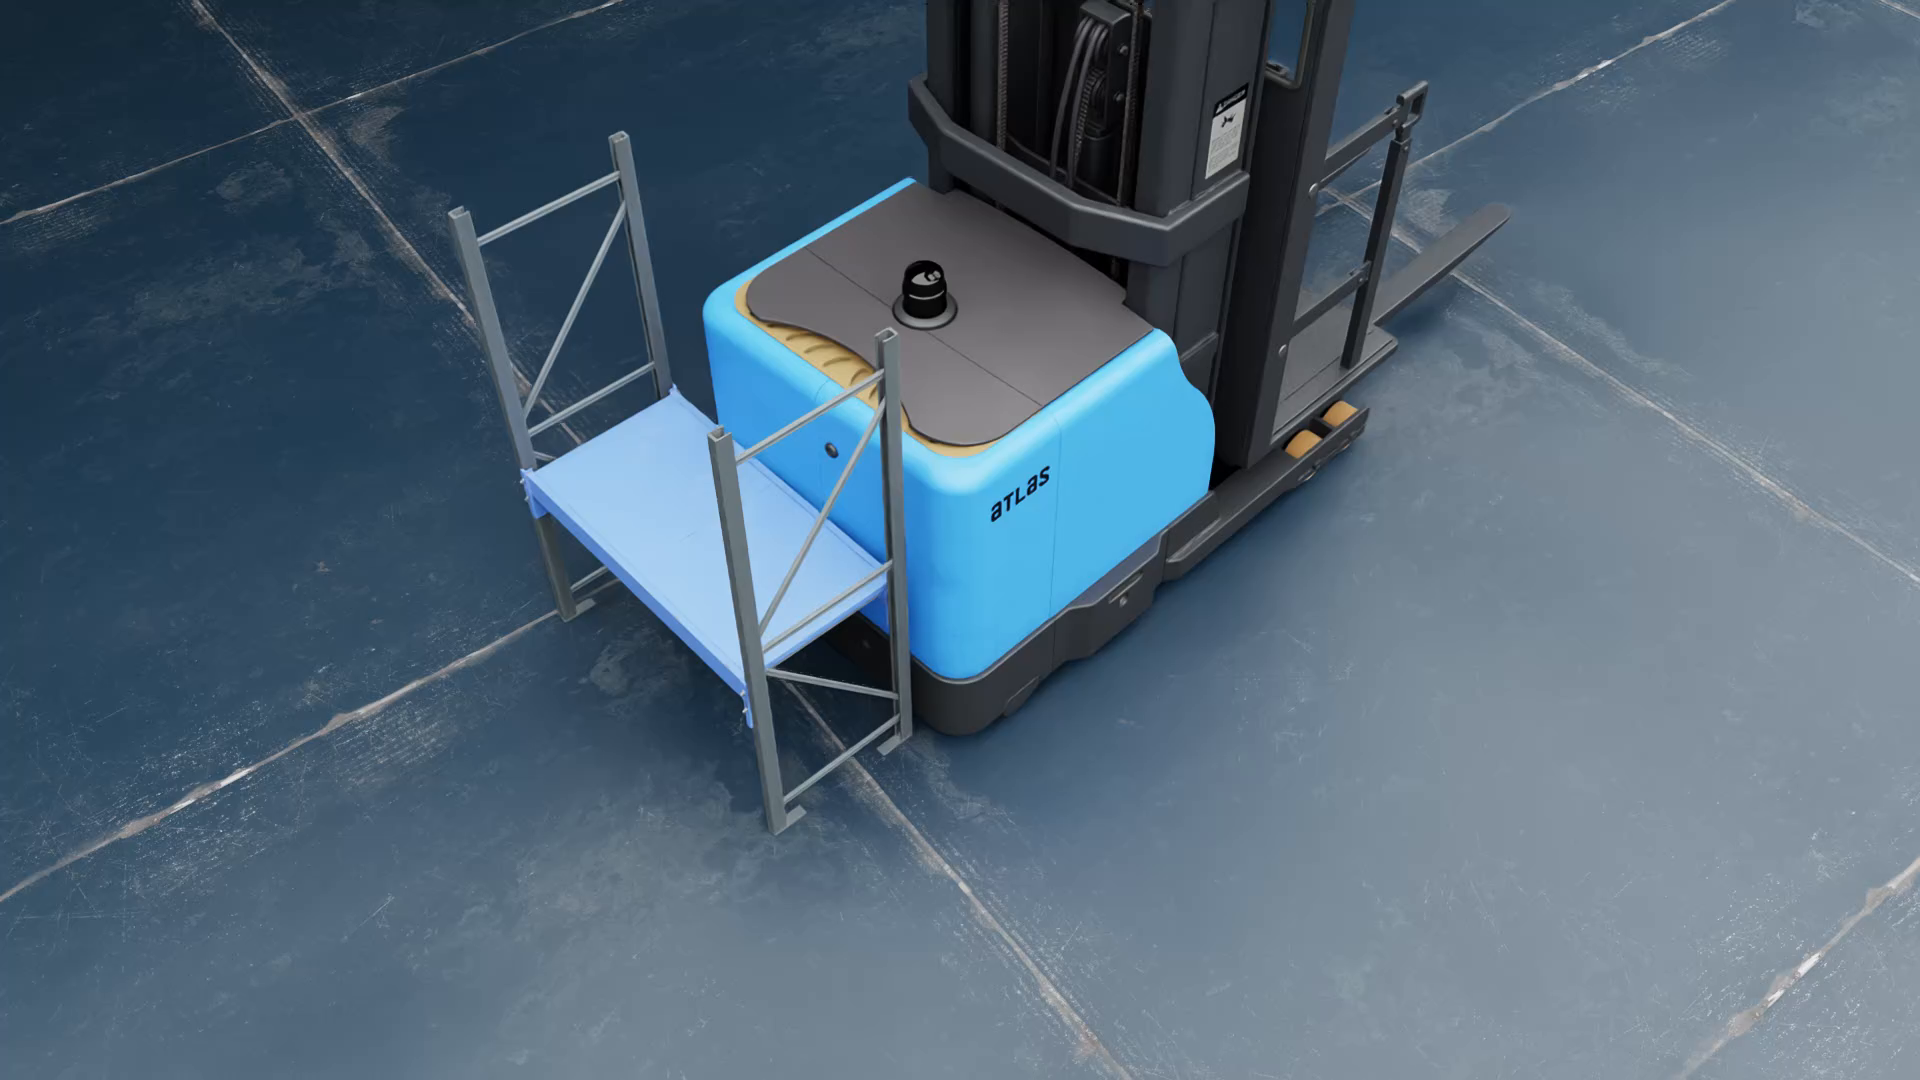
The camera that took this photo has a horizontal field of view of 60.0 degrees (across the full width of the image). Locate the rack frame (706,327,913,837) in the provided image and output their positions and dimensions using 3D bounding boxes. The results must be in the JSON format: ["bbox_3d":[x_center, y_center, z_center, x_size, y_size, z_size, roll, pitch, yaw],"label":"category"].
[{"bbox_3d":[-0.328,0.169,4.085,0.500,1.500,0.032,-34,56,-27],"label":"rack frame"}]

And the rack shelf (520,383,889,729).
[{"bbox_3d":[-0.673,0.013,4.469,0.538,0.185,1.000,-34,56,-27],"label":"rack shelf"}]

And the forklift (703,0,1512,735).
[{"bbox_3d":[0.700,-1.422,4.561,3.031,2.935,1.130,-36,57,-28],"label":"forklift"}]

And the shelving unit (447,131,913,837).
[{"bbox_3d":[-0.673,-0.108,4.336,0.538,1.500,1.048,-34,56,-27],"label":"shelving unit"}]

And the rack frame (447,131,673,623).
[{"bbox_3d":[-1.017,-0.385,4.587,0.500,1.500,0.032,-34,56,-27],"label":"rack frame"}]
